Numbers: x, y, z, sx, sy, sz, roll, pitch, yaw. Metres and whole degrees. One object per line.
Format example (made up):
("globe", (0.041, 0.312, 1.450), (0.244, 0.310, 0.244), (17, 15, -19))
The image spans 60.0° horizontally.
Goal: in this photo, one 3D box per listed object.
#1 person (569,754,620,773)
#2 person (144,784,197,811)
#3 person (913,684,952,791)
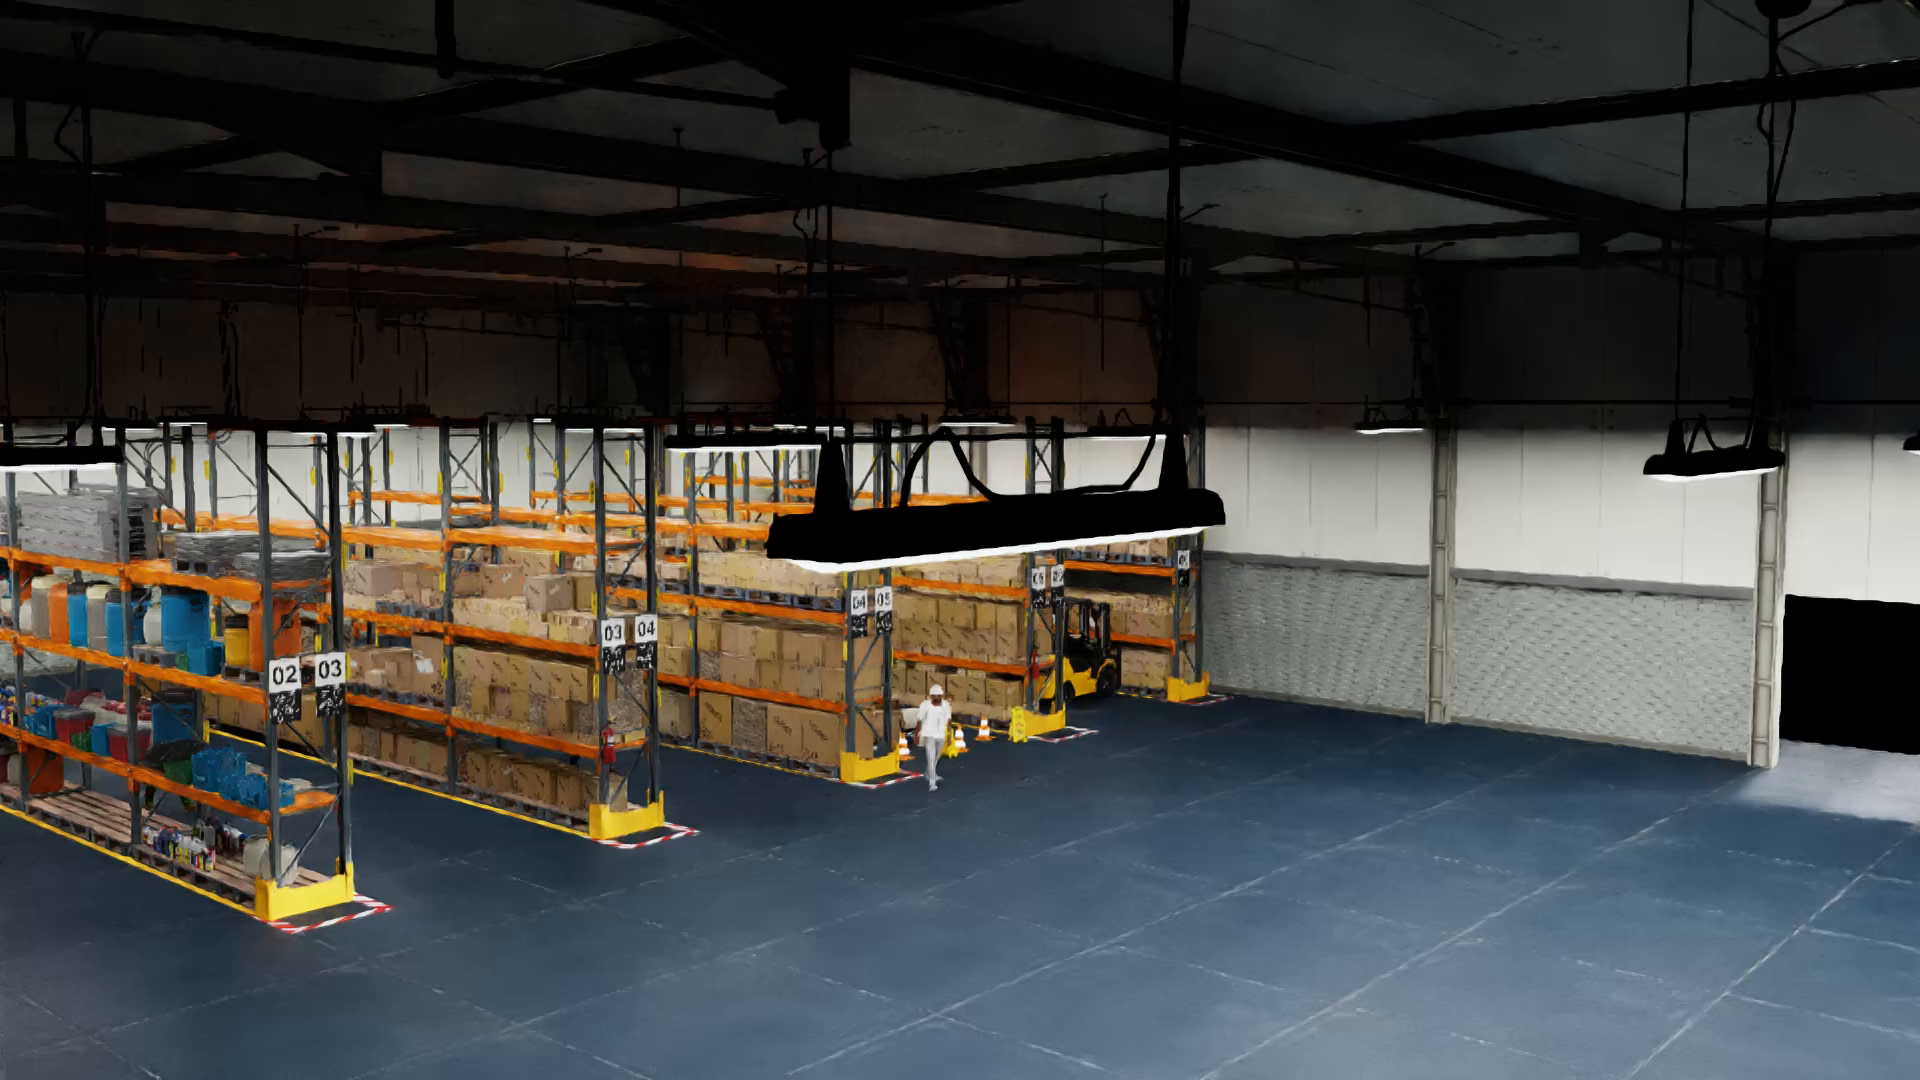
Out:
("person", (-6.281, 3.182, 28.245), (1.090, 1.553, 0.479), (5, 7, 44))
("person", (-12.208, 3.328, 25.610), (1.032, 1.728, 0.528), (3, 6, 32))
("person", (-0.416, 3.214, 27.335), (0.620, 1.721, 0.972), (-2, 5, -26))
